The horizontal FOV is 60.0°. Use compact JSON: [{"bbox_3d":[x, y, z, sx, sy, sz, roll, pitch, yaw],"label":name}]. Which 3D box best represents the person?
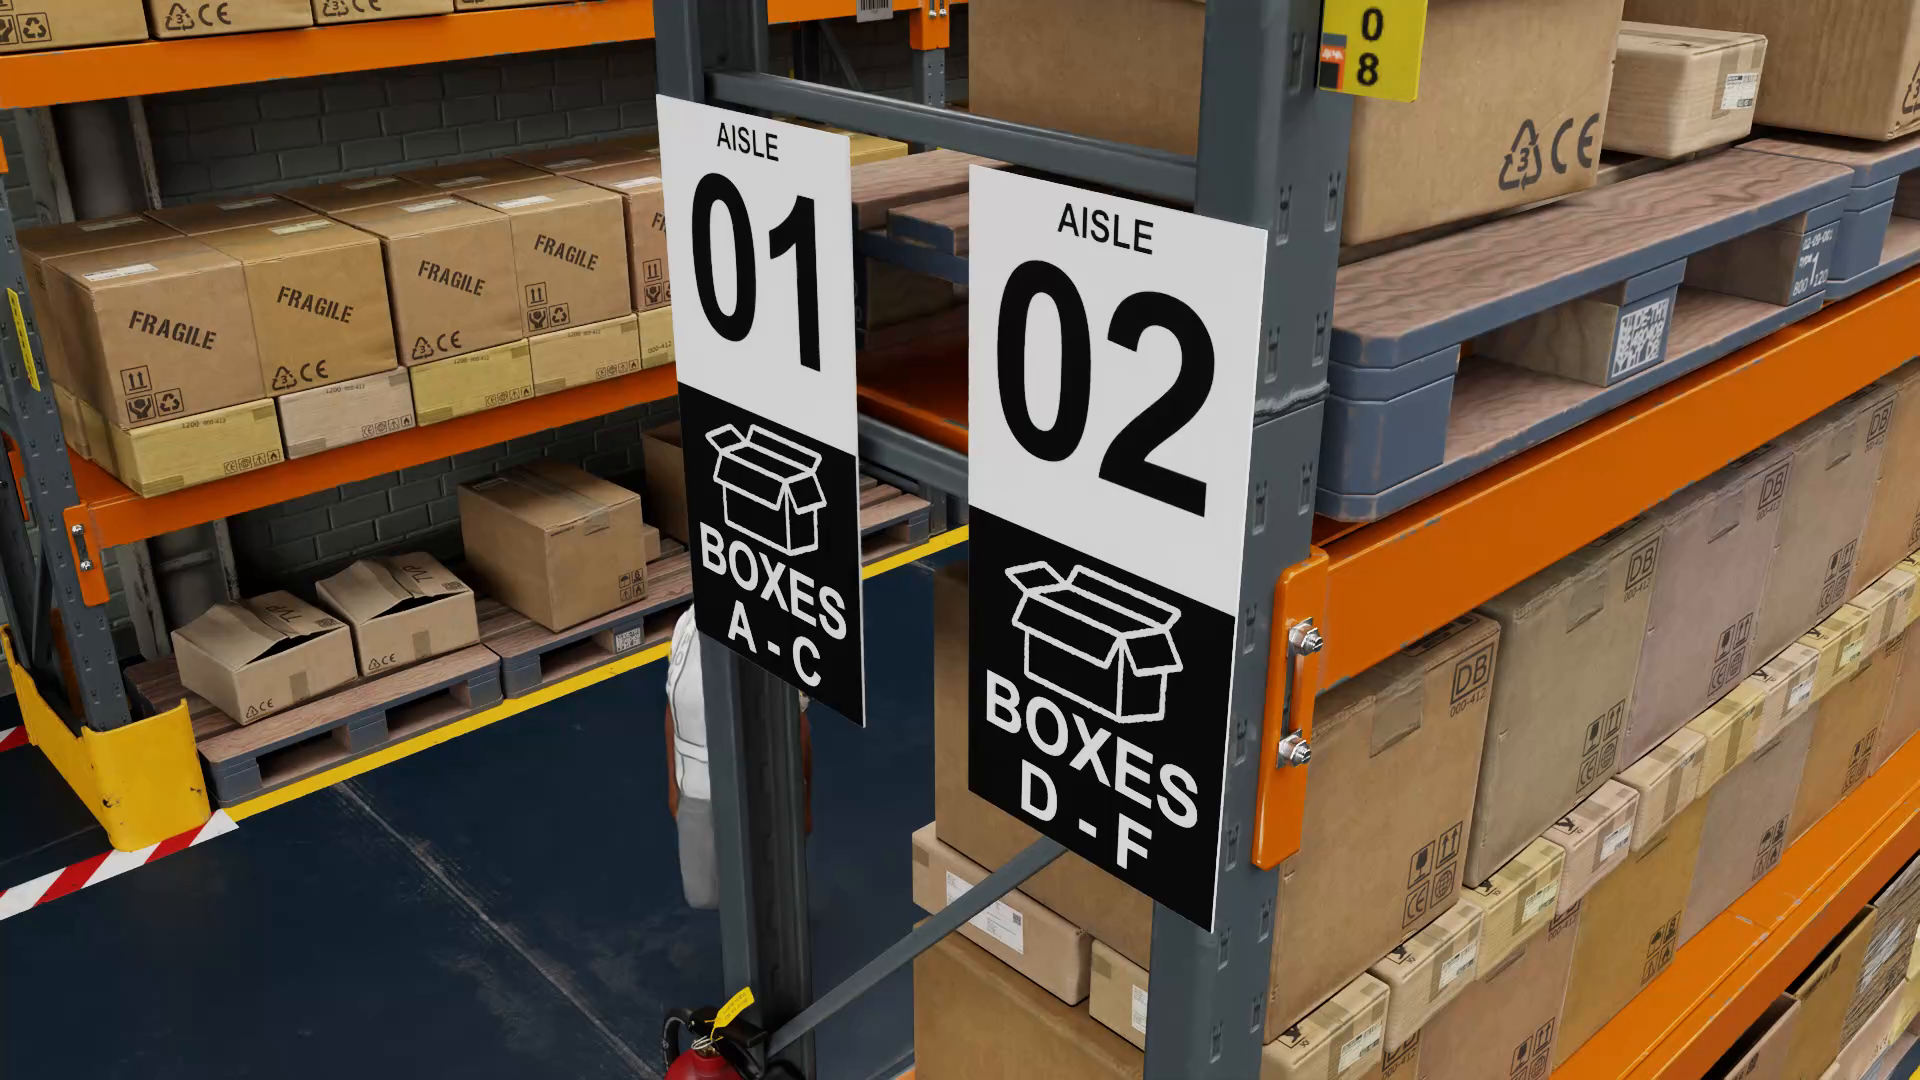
[{"bbox_3d":[-0.653,0.708,4.983,0.458,1.662,0.767,9,26,19],"label":"person"}]
